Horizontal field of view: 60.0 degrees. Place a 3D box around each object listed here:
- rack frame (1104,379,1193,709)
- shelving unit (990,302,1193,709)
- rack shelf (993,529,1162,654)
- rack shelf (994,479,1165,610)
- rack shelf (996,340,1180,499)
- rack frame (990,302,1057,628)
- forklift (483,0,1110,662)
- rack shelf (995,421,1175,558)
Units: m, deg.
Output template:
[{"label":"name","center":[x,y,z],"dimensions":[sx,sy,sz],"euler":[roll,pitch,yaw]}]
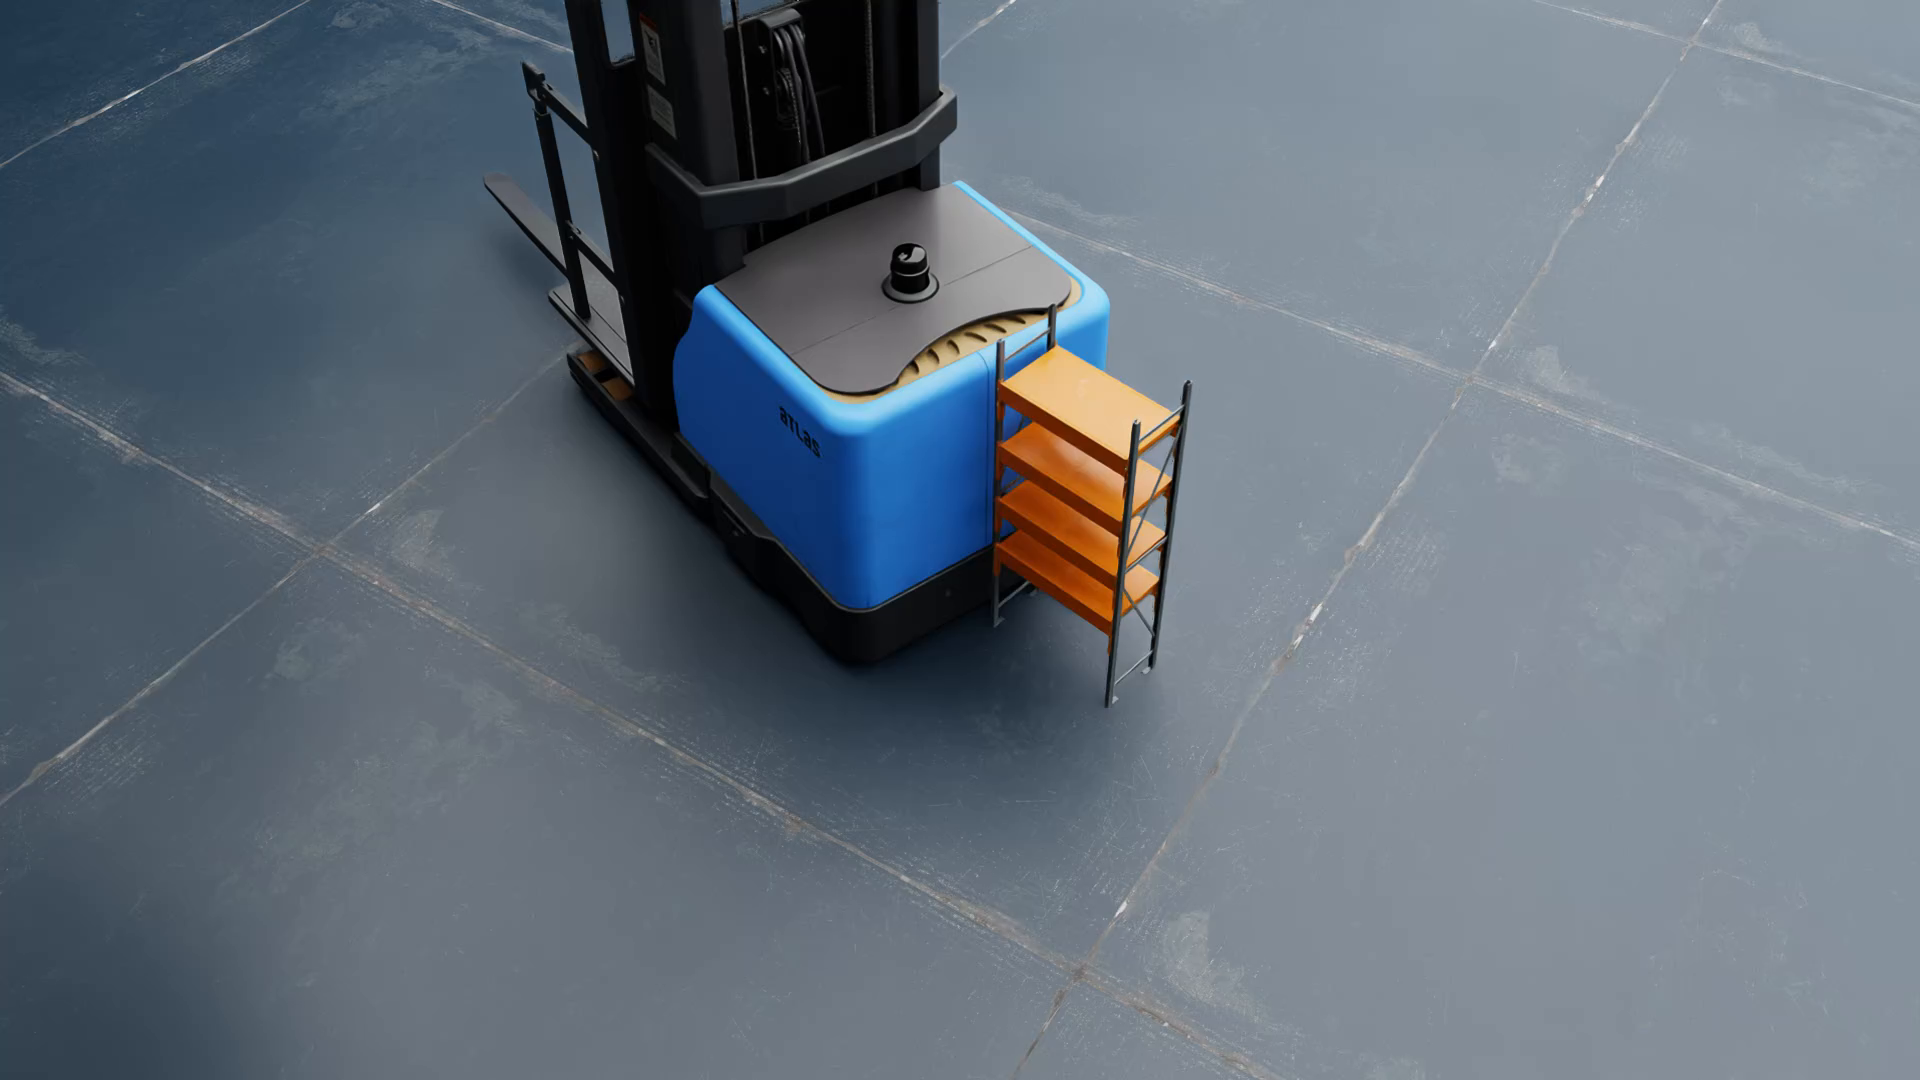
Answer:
[{"label":"rack frame","center":[0.542,0.048,4.866],"dimensions":[0.015,1.200,0.240],"euler":[34,55,29]},{"label":"shelving unit","center":[0.365,-0.072,4.984],"dimensions":[0.503,1.200,0.258],"euler":[34,55,29]},{"label":"rack shelf","center":[0.365,0.113,5.174],"dimensions":[0.480,0.148,0.258],"euler":[34,55,29]},{"label":"rack shelf","center":[0.365,-0.025,5.032],"dimensions":[0.480,0.148,0.258],"euler":[34,55,29]},{"label":"rack shelf","center":[0.365,-0.346,4.702],"dimensions":[0.480,0.148,0.258],"euler":[34,55,29]},{"label":"rack frame","center":[0.188,-0.193,5.101],"dimensions":[0.015,1.200,0.240],"euler":[34,55,29]},{"label":"forklift","center":[-0.813,-1.648,5.308],"dimensions":[1.130,2.935,3.031],"euler":[-28,52,-25]},{"label":"rack shelf","center":[0.365,-0.181,4.871],"dimensions":[0.480,0.148,0.258],"euler":[34,55,29]}]
